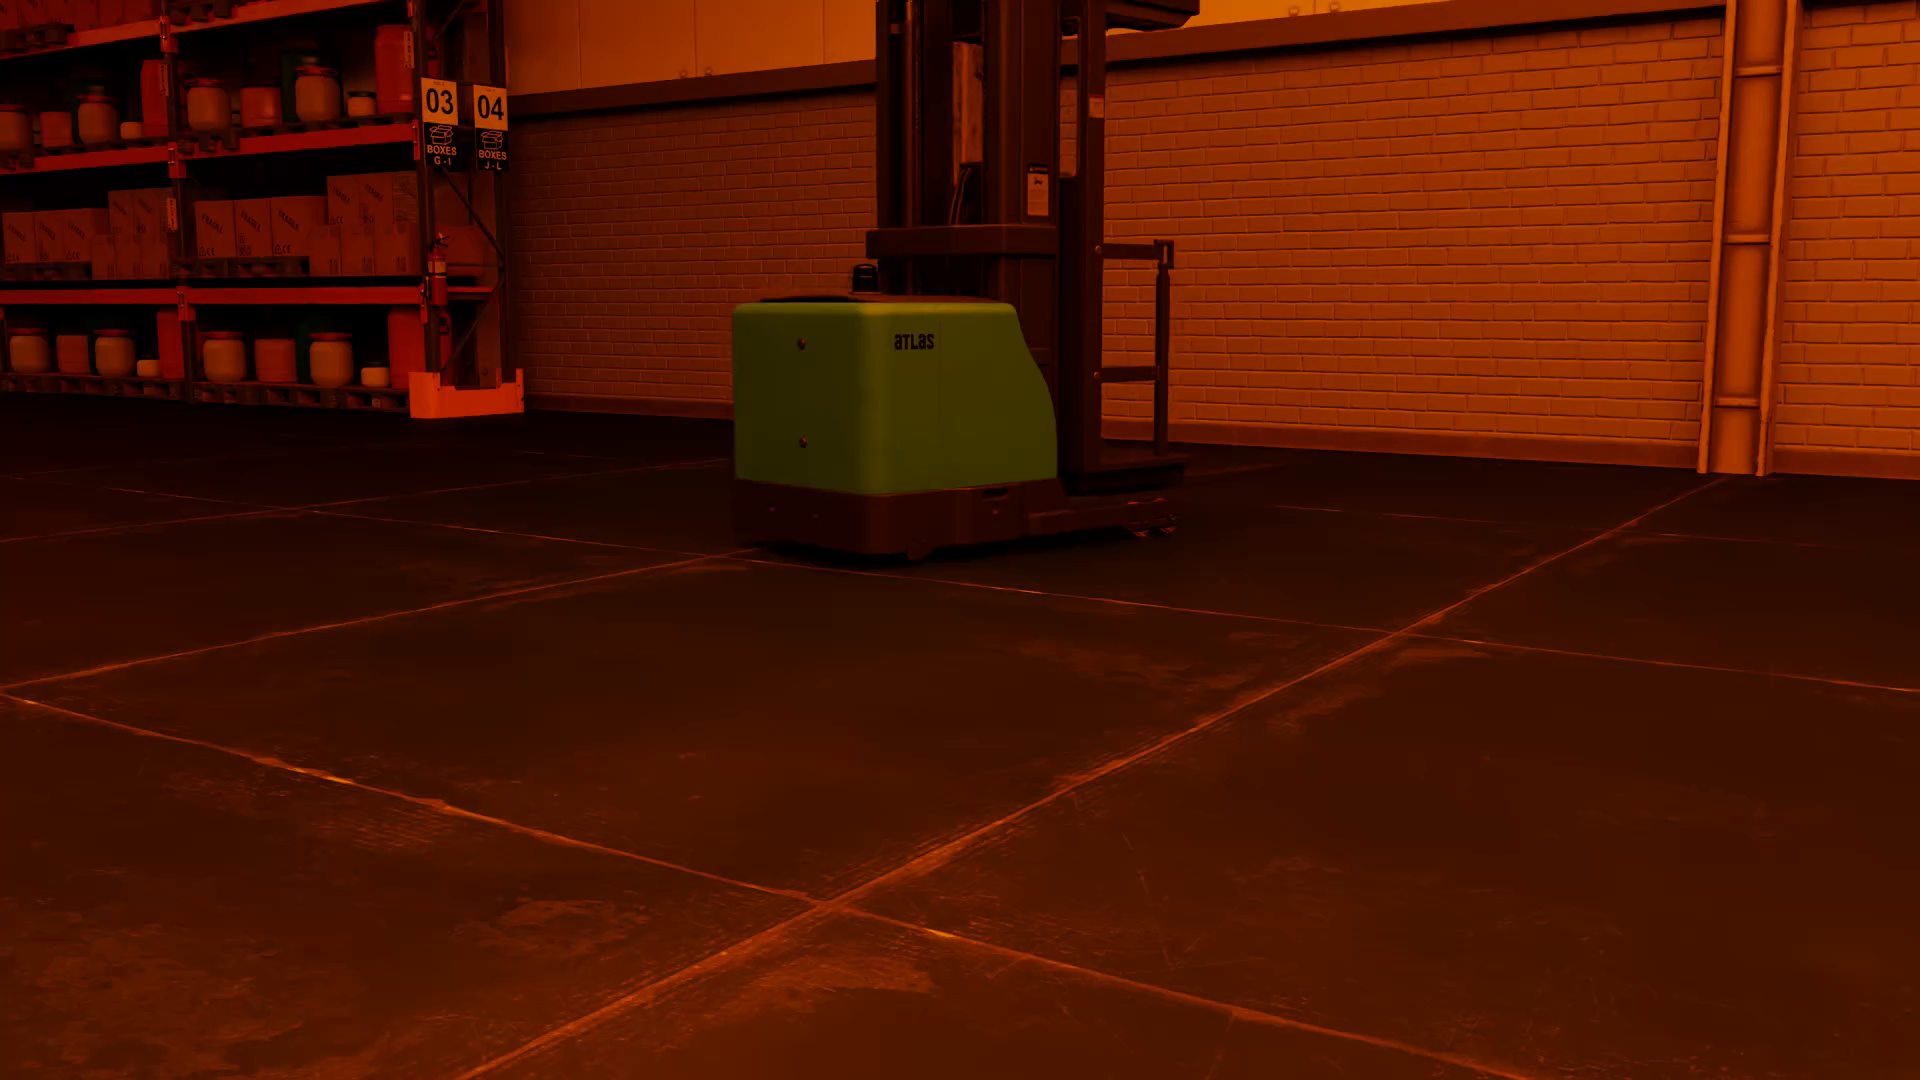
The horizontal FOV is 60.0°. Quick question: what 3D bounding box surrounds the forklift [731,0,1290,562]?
[{"bbox_3d":[0.410,-1.513,7.833,3.031,2.935,1.130,-7,11,-42],"label":"forklift"}]
